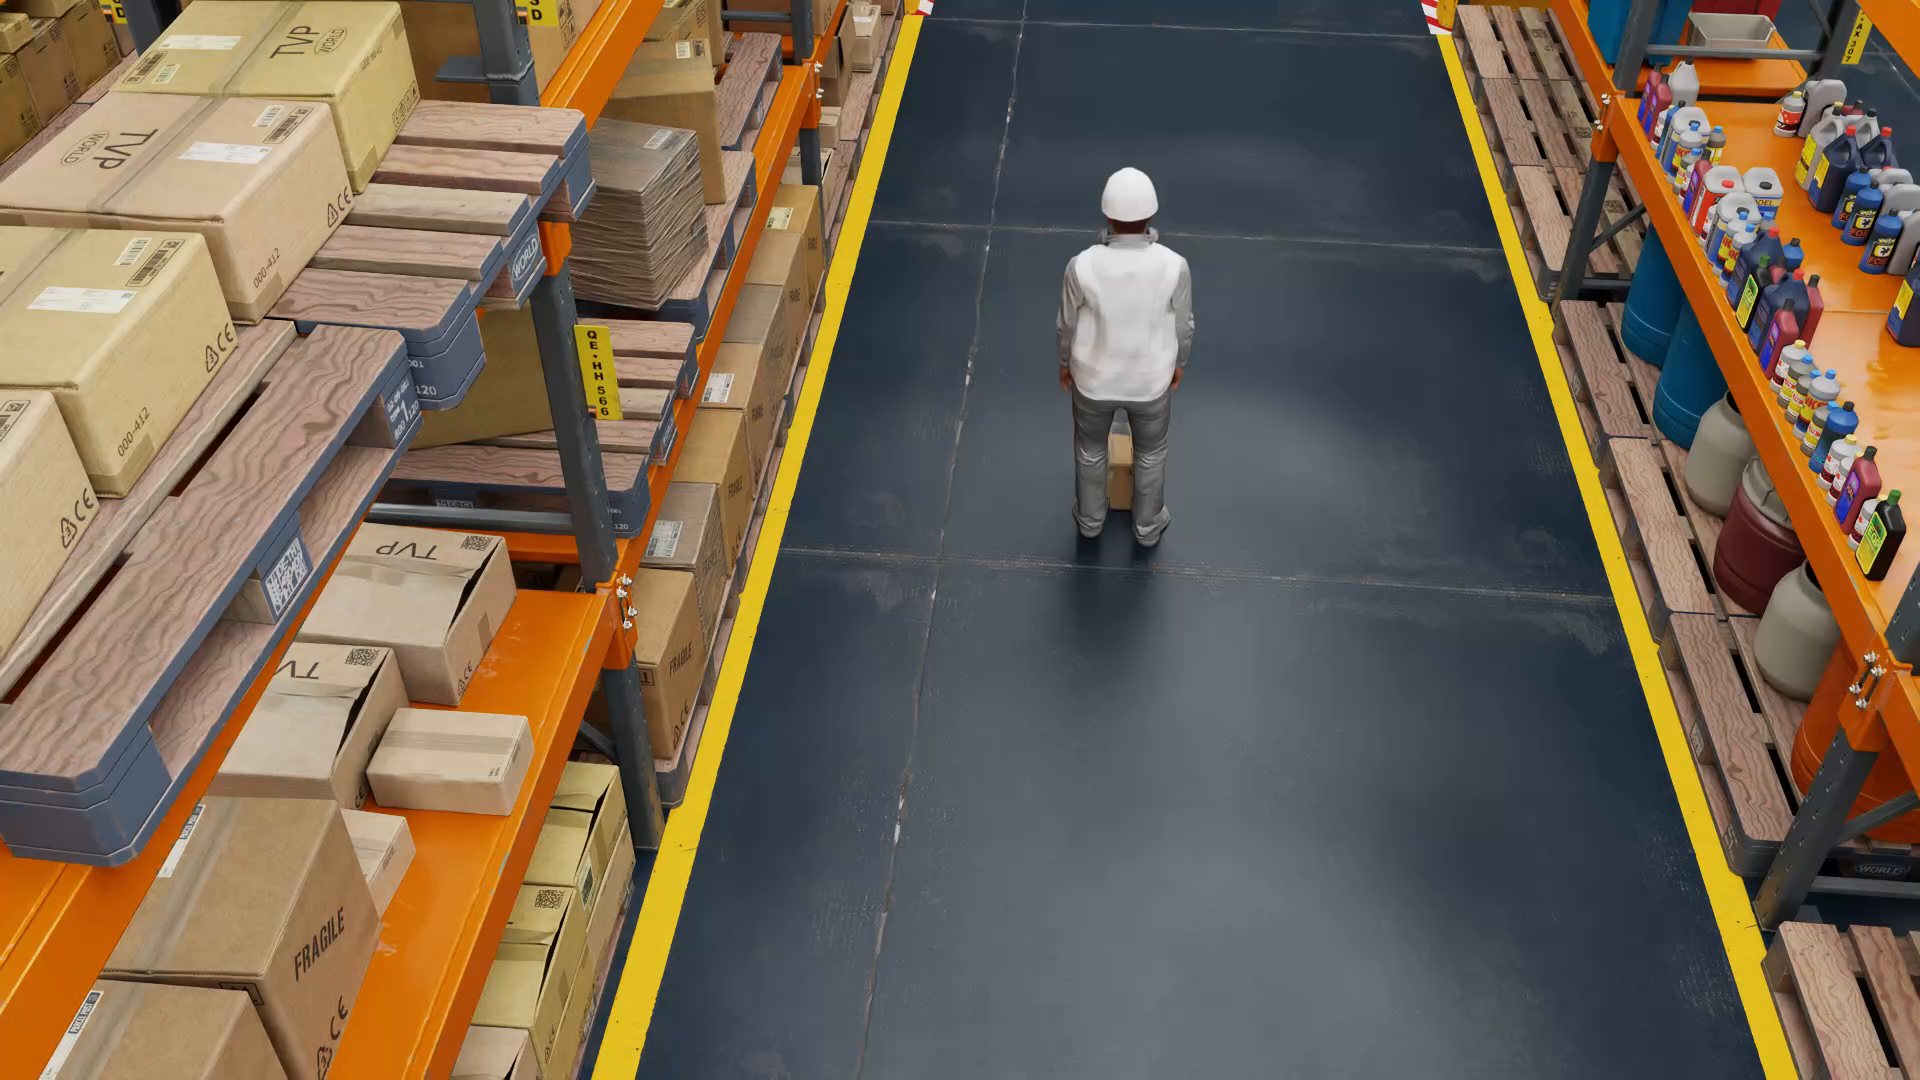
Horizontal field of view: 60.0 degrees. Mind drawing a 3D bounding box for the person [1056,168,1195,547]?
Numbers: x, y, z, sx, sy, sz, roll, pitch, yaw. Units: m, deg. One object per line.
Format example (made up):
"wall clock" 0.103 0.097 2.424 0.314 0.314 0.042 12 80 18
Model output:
"person" 0.679 -0.723 7.002 0.569 1.772 0.474 2 40 2
